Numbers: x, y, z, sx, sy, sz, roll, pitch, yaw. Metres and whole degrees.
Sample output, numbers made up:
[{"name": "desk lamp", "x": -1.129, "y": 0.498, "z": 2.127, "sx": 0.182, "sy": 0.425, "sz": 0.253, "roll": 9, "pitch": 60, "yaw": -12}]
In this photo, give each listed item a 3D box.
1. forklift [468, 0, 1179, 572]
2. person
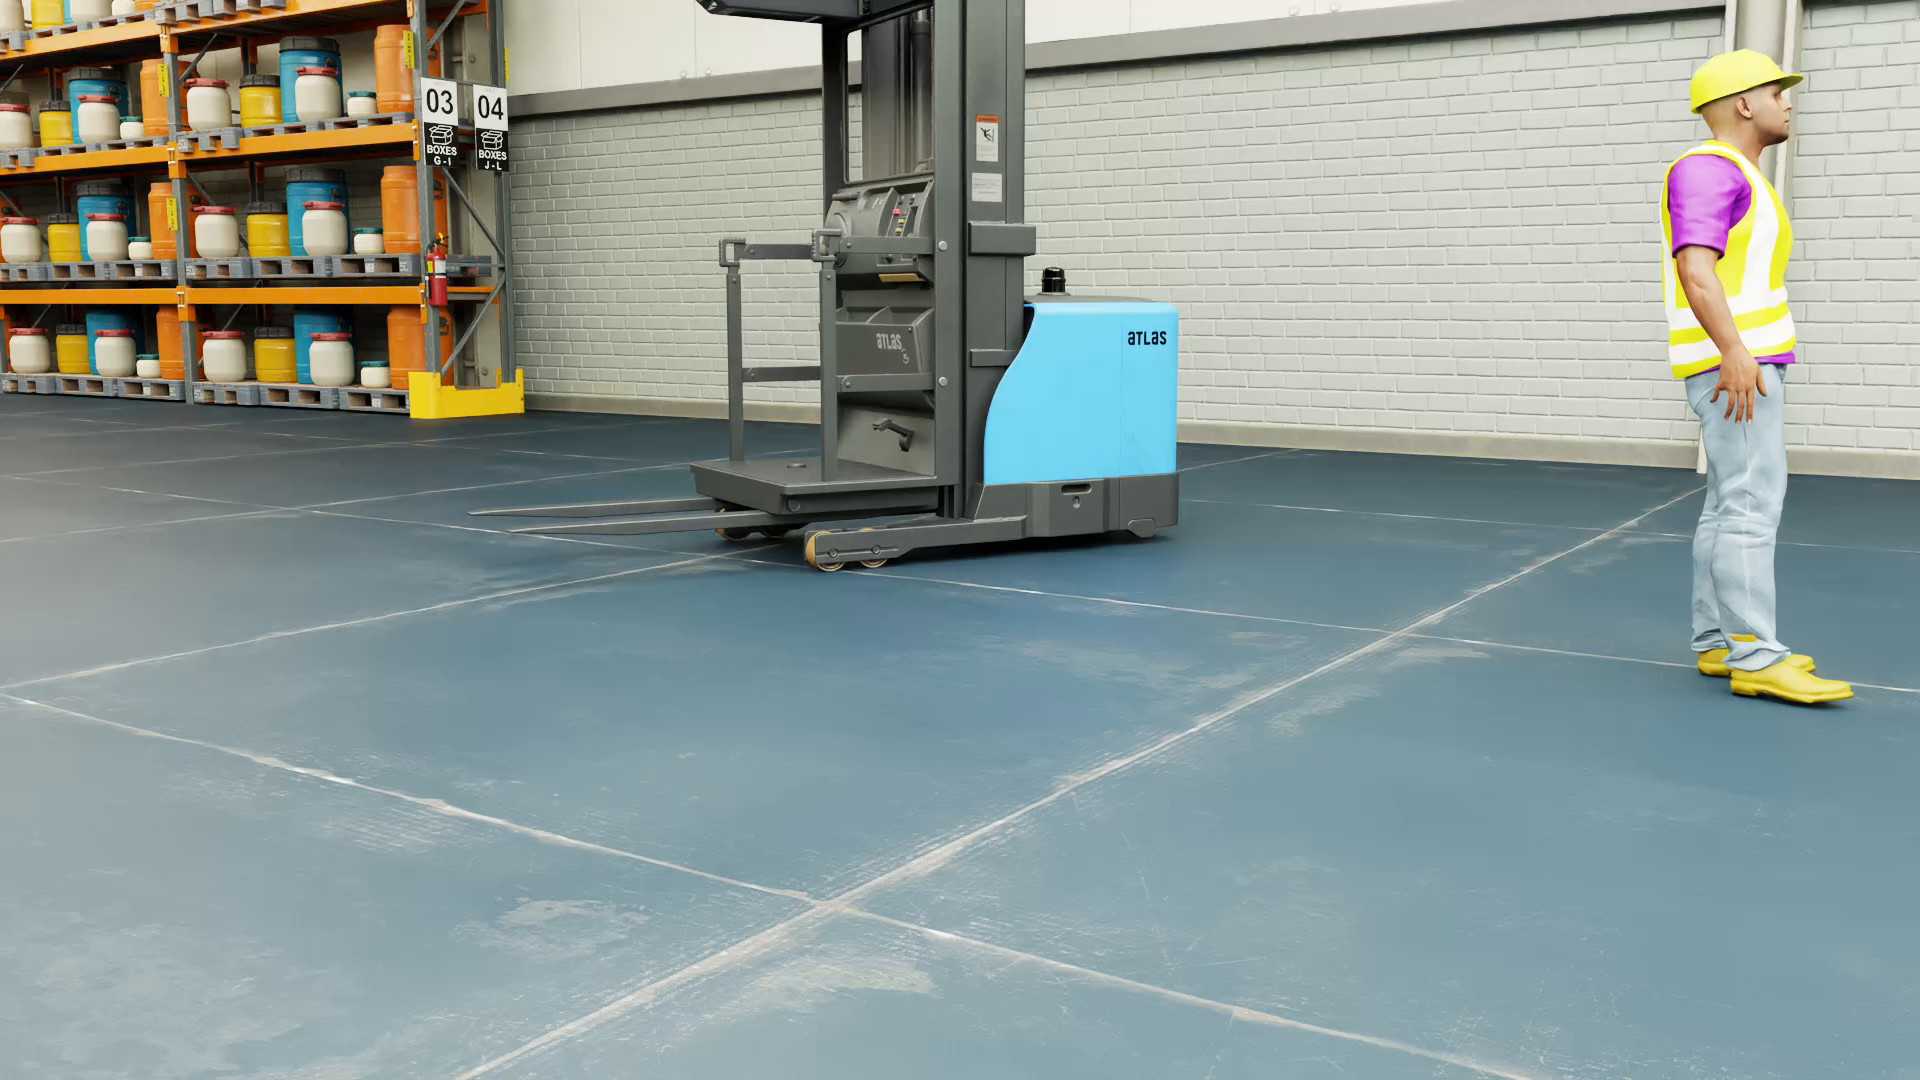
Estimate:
[{"name": "forklift", "x": -0.539, "y": -1.408, "z": 7.095, "sx": 3.031, "sy": 2.935, "sz": 1.130, "roll": -5, "pitch": 9, "yaw": -29}, {"name": "person", "x": 2.261, "y": -0.482, "z": 4.669, "sx": 0.577, "sy": 1.765, "sz": 0.666, "roll": 5, "pitch": 9, "yaw": 31}]
